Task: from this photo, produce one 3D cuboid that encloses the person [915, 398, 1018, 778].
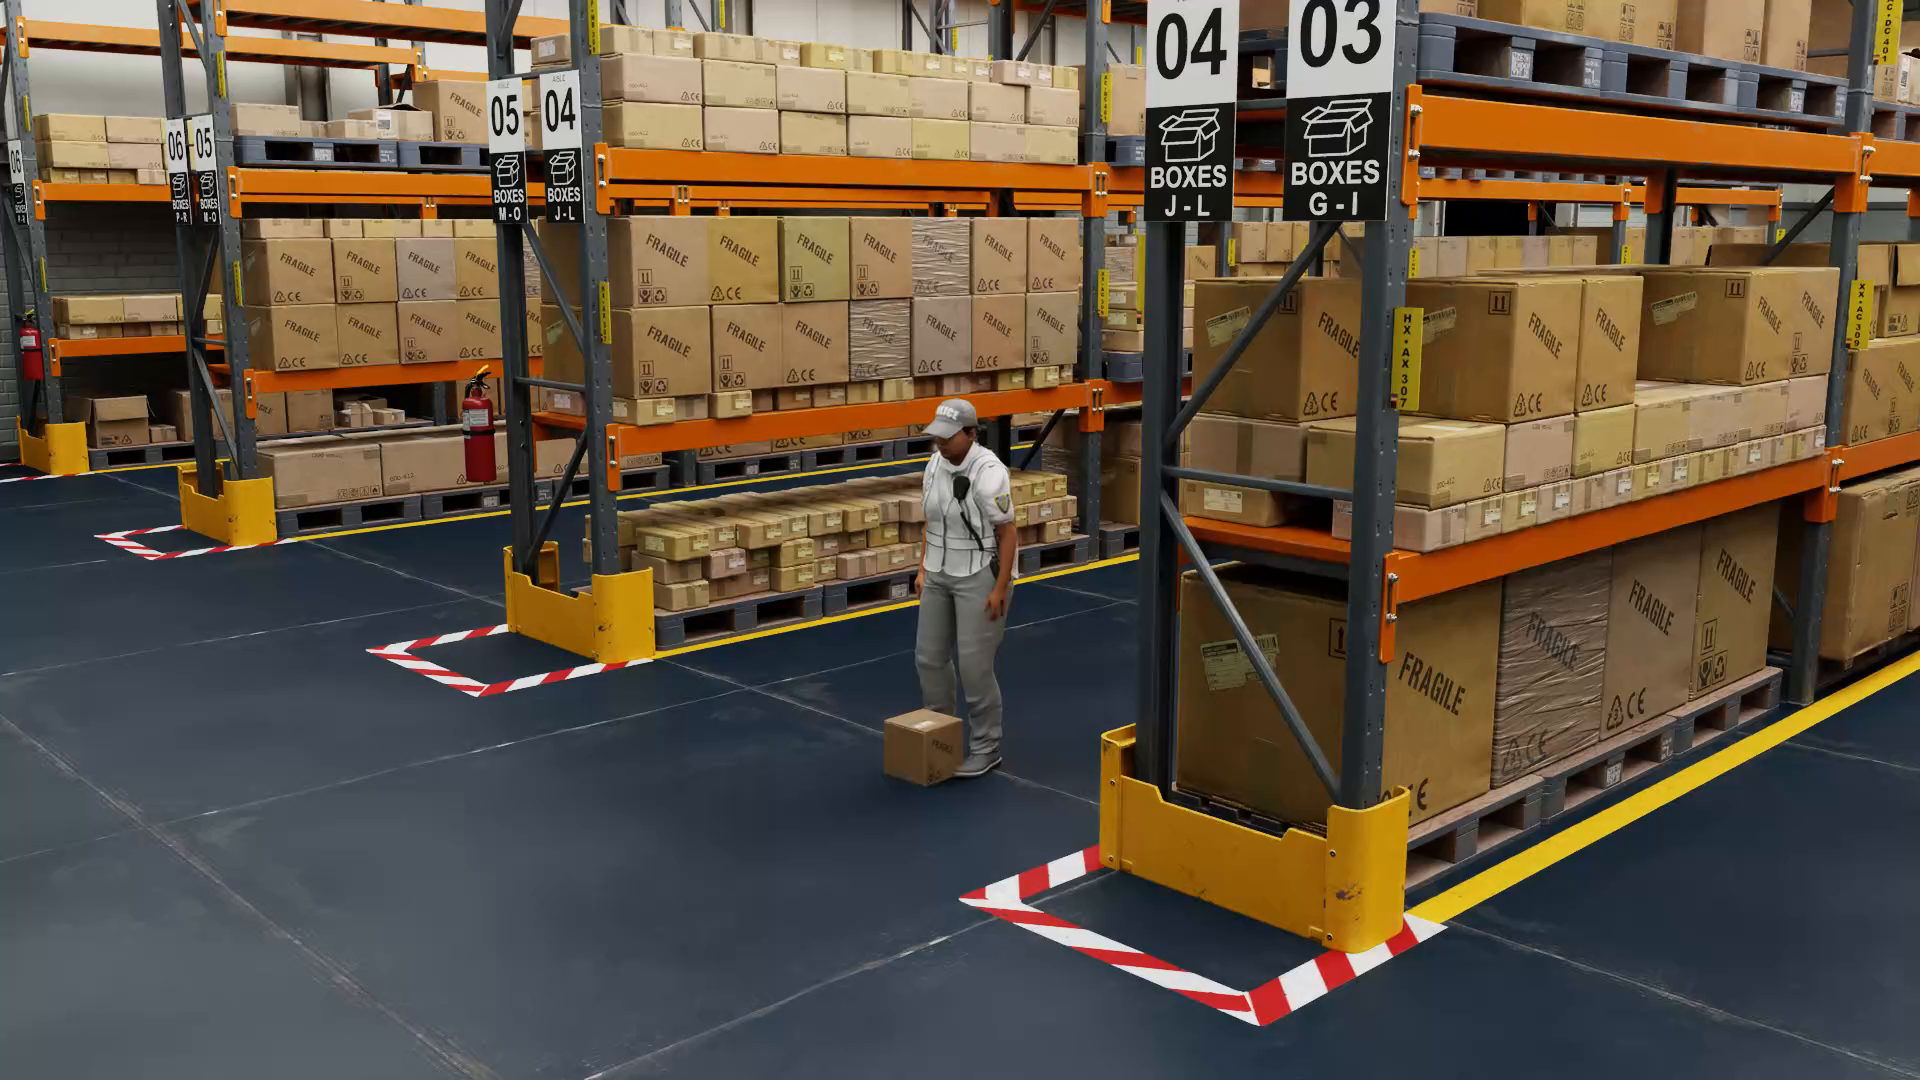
[{"bbox_3d":[-0.006,0.193,7.384,0.552,1.664,0.468,10,15,42],"label":"person"}]
